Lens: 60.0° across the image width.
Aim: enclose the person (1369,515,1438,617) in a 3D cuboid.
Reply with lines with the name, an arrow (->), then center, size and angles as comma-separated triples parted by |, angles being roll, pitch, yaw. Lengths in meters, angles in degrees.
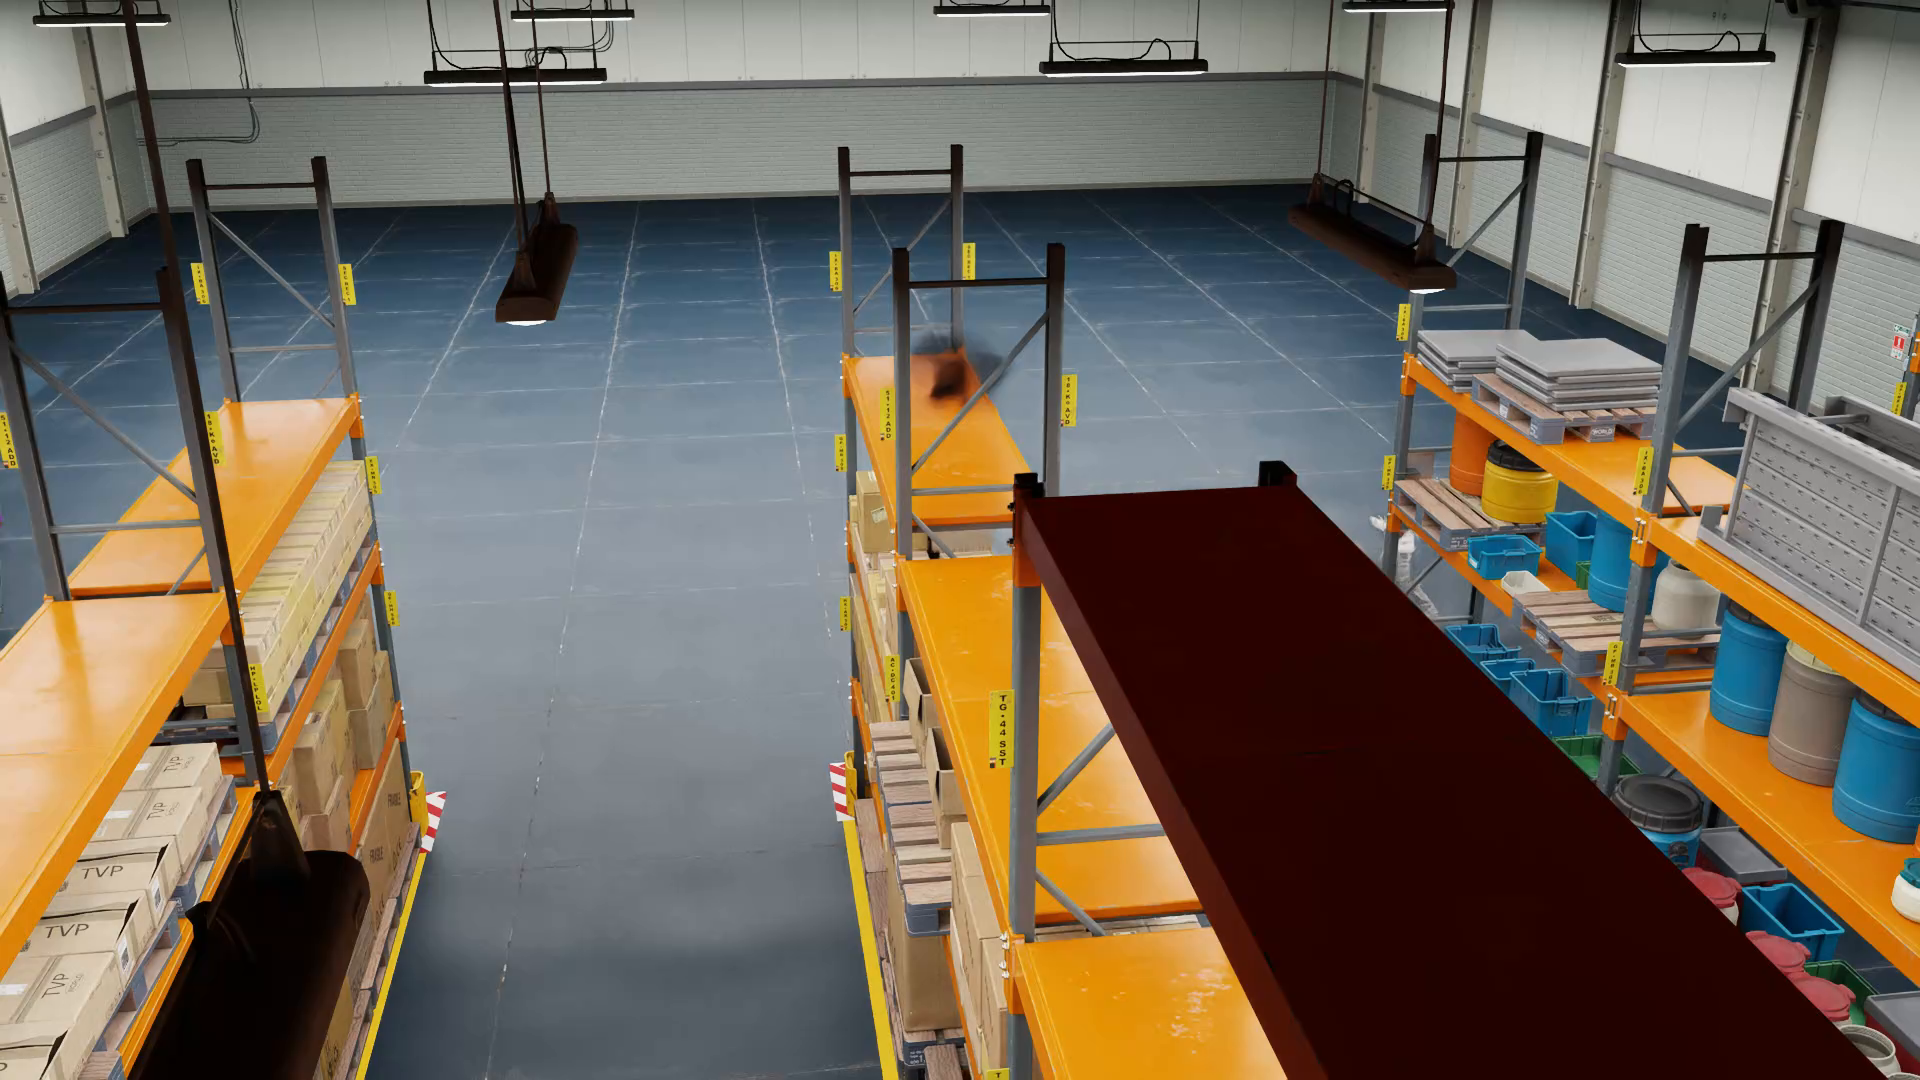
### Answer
person -> 4.989, 0.099, 18.889 | 0.988, 1.777, 0.680 | 5, 22, 13
